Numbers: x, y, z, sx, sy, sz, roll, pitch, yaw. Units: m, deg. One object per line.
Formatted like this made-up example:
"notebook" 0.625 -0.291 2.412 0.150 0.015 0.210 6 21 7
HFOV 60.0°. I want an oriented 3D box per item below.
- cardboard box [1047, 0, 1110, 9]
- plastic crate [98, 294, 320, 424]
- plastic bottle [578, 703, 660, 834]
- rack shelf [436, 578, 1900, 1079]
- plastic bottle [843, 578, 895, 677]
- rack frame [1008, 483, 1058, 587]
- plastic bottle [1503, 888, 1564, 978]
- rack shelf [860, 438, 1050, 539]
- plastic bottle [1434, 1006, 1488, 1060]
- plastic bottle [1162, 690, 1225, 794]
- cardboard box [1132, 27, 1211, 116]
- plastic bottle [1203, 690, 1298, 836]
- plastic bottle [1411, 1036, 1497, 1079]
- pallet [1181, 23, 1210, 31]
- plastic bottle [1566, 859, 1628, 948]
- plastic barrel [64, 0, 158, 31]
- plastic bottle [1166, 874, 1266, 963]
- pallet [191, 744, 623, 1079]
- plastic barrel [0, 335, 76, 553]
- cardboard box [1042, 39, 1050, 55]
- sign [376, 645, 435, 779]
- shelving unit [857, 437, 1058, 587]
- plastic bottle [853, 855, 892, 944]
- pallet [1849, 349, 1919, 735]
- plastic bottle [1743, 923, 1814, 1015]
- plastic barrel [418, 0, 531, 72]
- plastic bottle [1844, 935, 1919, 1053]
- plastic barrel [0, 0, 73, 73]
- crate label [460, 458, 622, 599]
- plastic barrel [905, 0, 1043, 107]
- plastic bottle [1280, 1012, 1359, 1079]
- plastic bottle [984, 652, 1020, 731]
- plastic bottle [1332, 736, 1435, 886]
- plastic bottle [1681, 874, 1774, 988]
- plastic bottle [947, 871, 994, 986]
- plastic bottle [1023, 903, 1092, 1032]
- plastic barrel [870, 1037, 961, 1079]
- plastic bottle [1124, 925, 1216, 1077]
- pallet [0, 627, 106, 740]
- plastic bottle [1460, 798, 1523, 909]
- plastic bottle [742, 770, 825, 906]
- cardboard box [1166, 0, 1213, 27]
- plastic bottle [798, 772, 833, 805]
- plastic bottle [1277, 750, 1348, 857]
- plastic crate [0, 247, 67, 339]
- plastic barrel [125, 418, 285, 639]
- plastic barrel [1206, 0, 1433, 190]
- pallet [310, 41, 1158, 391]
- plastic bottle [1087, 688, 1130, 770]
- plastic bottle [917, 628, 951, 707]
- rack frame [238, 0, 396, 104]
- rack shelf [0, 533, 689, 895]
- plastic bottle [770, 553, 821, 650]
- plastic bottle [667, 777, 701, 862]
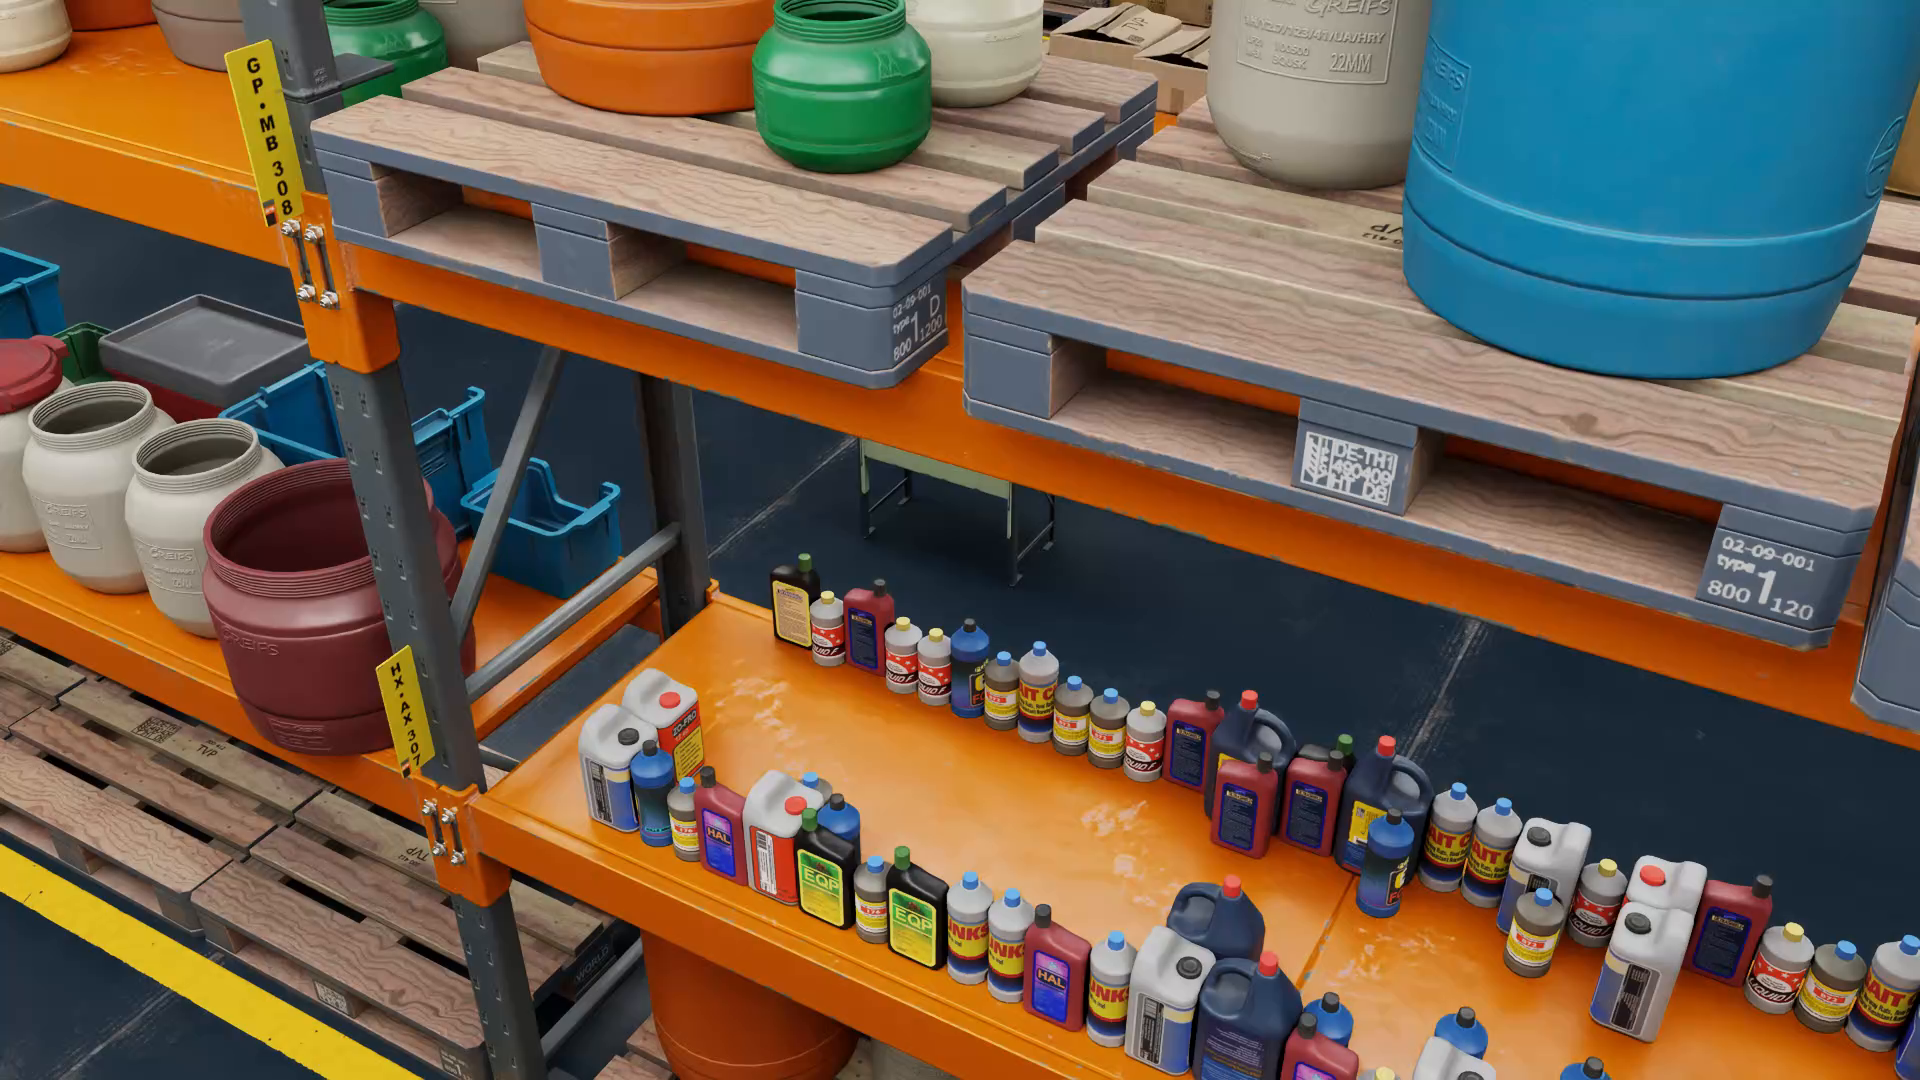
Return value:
"cardboard box" 1.091 -4.619 13.338 0.500 0.500 0.700 19 38 26
"plastic crate" -2.250 -0.421 5.119 0.583 0.464 0.402 18 37 24
"plastic bottle" -0.784 0.523 3.870 0.135 0.276 0.152 18 37 24
"rack shelf" 0.737 1.046 3.621 4.000 0.370 1.077 18 37 24
"plastic bottle" -0.236 0.215 4.326 0.133 0.283 0.061 18 37 24
"rack frame" 0.312 -0.525 6.686 0.023 1.500 0.400 18 37 24
"plastic bottle" 1.210 0.816 3.498 0.097 0.201 0.097 0 34 0
"rack shelf" -0.006 -0.355 7.018 0.720 0.370 0.431 18 37 24
"plastic bottle" 0.944 0.993 3.169 0.097 0.271 0.097 0 34 0
"plastic bottle" 0.556 0.466 3.949 0.133 0.283 0.061 18 37 24
"cardboard box" 1.168 -2.270 8.032 0.500 0.311 0.500 20 39 27
"plastic bottle" 0.674 0.502 3.835 0.185 0.351 0.144 18 37 24
"plastic bottle" 0.898 1.056 3.070 0.135 0.276 0.152 18 37 24
"pallet" 2.184 -3.961 13.009 1.213 0.211 1.003 18 37 24
"plastic bottle" 1.370 0.769 3.567 0.097 0.201 0.097 0 34 0
"plastic barrel" -2.172 -1.740 4.064 0.708 0.830 0.600 18 37 24
"plastic bottle" 0.516 0.809 3.373 0.185 0.351 0.144 18 37 24
"pallet" -1.652 1.126 5.369 1.213 0.211 1.003 18 37 24
"plastic barrel" -2.738 -0.270 4.827 0.433 0.535 0.433 0 34 0
"cardboard box" 0.327 -2.405 8.381 0.250 0.149 0.380 21 39 28
"sign" -1.266 0.396 3.802 0.005 0.325 0.100 18 37 24
"shelving unit" -0.006 -0.626 6.837 0.755 1.500 0.431 18 37 24
"plastic bottle" -0.179 0.763 3.577 0.097 0.201 0.097 0 34 0
"pallet" 1.745 -0.041 2.070 1.003 0.211 1.213 18 37 24
"plastic bottle" 1.687 0.870 3.417 0.097 0.201 0.097 0 34 0
"plastic barrel" -1.117 -1.331 3.735 0.421 0.512 0.421 0 34 0
"plastic bottle" 1.856 0.894 3.317 0.097 0.271 0.097 0 34 0
"plastic barrel" -2.219 -1.231 3.811 0.301 0.262 0.301 0 34 0
"crate label" -1.179 -0.030 4.739 0.416 0.233 0.303 18 37 24
"plastic barrel" 0.004 -0.944 3.001 0.301 0.262 0.301 0 34 0
"plastic bottle" 0.674 1.011 3.130 0.133 0.283 0.061 18 37 24
"plastic bottle" 0.109 0.370 4.167 0.097 0.201 0.097 0 34 0
"plastic bottle" 0.950 0.589 3.703 0.185 0.351 0.144 18 37 24
"plastic bottle" 1.596 0.795 3.455 0.133 0.283 0.061 18 37 24
"plastic bottle" 0.021 0.798 3.462 0.097 0.271 0.097 0 34 0
"plastic bottle" 0.197 0.860 3.358 0.133 0.283 0.061 18 37 24
"plastic barrel" -0.031 1.296 4.463 0.421 0.512 0.421 0 34 0
"plastic bottle" 0.420 0.905 3.297 0.135 0.276 0.152 18 37 24
"pallet" -3.771 0.455 6.376 1.213 0.211 1.003 18 37 24
"plastic bottle" 1.169 0.677 3.644 0.097 0.271 0.097 0 34 0
"plastic bottle" -0.382 0.650 3.679 0.135 0.276 0.152 18 37 24
"cardboard box" 1.987 -4.341 12.921 0.500 0.500 0.700 18 38 25
"plastic bottle" -0.336 0.616 3.797 0.097 0.201 0.097 0 34 0
"plastic bottle" 0.802 0.583 3.774 0.133 0.283 0.061 18 37 24
"plastic crate" -3.360 -0.743 5.673 0.575 0.384 0.392 18 37 24
"plastic barrel" -1.998 -0.030 4.487 0.421 0.512 0.421 0 34 0
"plastic barrel" 0.615 -0.868 2.639 0.433 0.535 0.433 0 34 0
"pallet" -0.384 -0.715 3.082 1.213 0.211 1.003 18 37 24
"plastic bottle" 0.362 0.450 4.047 0.097 0.201 0.097 0 34 0
"plastic bottle" -0.060 0.316 4.248 0.097 0.201 0.097 0 34 0
"rack frame" -0.999 -2.300 2.585 0.127 3.000 1.000 18 37 24
"rack shelf" -2.736 -0.054 5.273 4.000 0.370 1.077 18 37 24
"plastic bottle" -0.436 0.152 4.421 0.133 0.283 0.061 18 37 24
"plastic bottle" -0.612 0.626 3.783 0.097 0.201 0.097 0 34 0
